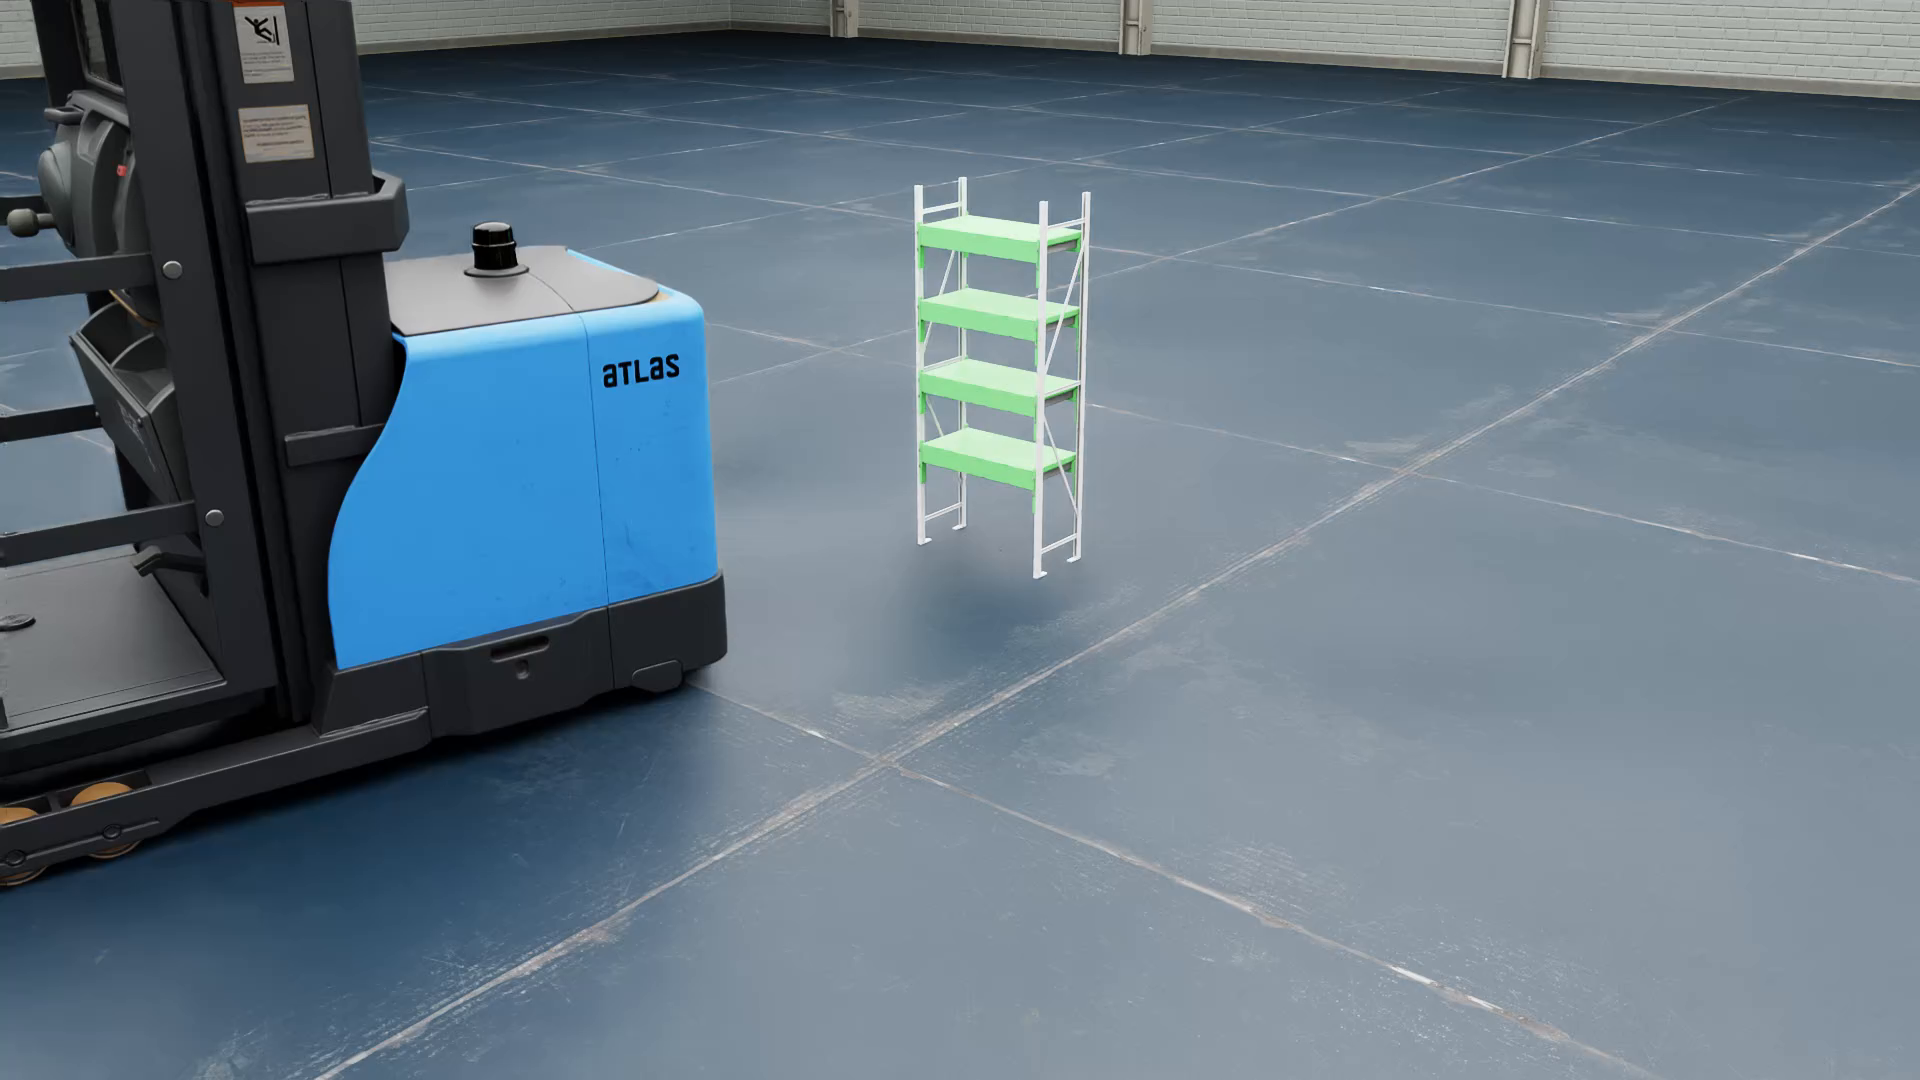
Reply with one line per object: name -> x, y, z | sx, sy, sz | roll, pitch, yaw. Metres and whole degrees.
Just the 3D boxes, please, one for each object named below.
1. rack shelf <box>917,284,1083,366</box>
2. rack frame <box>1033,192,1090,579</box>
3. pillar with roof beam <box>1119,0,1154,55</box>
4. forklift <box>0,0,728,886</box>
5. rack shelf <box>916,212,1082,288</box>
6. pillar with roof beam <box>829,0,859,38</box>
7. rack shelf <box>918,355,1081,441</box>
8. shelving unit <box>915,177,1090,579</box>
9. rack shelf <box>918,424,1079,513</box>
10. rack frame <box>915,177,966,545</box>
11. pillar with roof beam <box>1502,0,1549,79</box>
rack shelf -> 0.128, -0.689, 5.296 | 0.480, 0.148, 0.258 | 16, 26, 36
rack frame -> 0.317, -0.470, 5.214 | 0.015, 1.200, 0.240 | 16, 26, 36
pillar with roof beam -> -0.070, -10.395, 20.481 | 0.400, 9.000, 9.100 | 16, 26, 36
forklift -> -2.146, -0.824, 3.700 | 3.031, 2.935, 1.130 | -14, 25, -33
rack shelf -> 0.128, -0.914, 5.212 | 0.480, 0.148, 0.258 | 16, 26, 36
pillar with roof beam -> -4.719, -11.734, 24.031 | 0.400, 9.000, 9.100 | 16, 26, 36
rack shelf -> 0.128, -0.465, 5.381 | 0.480, 0.148, 0.258 | 16, 26, 36
shelving unit -> 0.128, -0.524, 5.359 | 0.503, 1.200, 0.258 | 16, 26, 36
rack shelf -> 0.128, -0.240, 5.466 | 0.480, 0.148, 0.258 | 16, 26, 36
rack frame -> -0.061, -0.579, 5.503 | 0.015, 1.200, 0.240 | 16, 26, 36
pillar with roof beam -> 4.578, -9.057, 16.931 | 0.400, 9.000, 9.100 | 16, 26, 36
